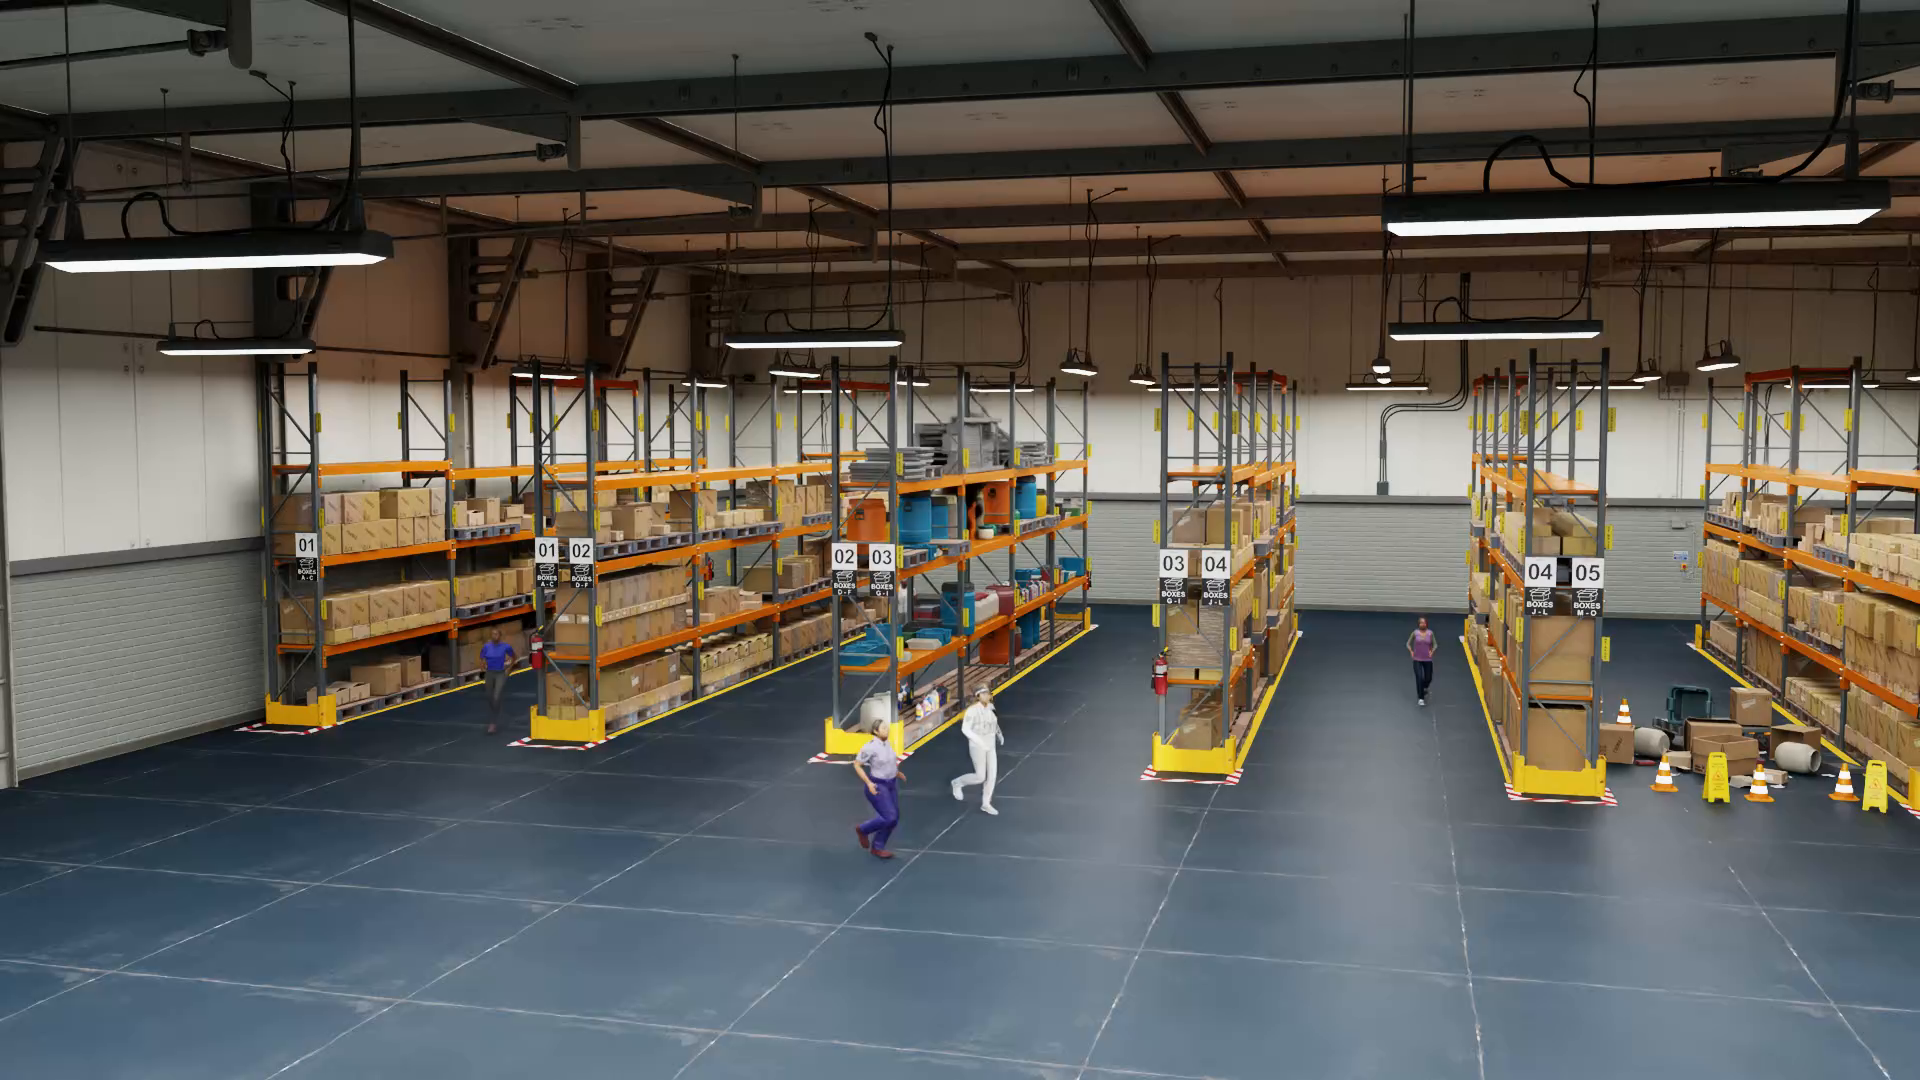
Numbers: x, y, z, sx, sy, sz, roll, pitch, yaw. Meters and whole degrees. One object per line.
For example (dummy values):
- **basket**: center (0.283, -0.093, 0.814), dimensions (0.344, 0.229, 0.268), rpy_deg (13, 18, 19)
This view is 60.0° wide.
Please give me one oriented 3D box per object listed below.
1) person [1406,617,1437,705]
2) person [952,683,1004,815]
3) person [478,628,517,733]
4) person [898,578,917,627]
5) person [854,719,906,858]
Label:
- **person**: center (8.226, 2.141, 29.642), dimensions (0.538, 1.549, 0.596), rpy_deg (1, 4, 11)
- **person**: center (0.258, 2.671, 21.510), dimensions (0.622, 1.682, 0.695), rpy_deg (-4, 5, -43)
- **person**: center (-7.589, 2.267, 27.259), dimensions (0.591, 1.672, 0.844), rpy_deg (0, 4, 3)
- **person**: center (-1.219, 1.605, 36.377), dimensions (0.543, 1.724, 0.869), rpy_deg (0, 4, 4)
- **person**: center (-0.898, 2.861, 19.156), dimensions (0.547, 1.603, 0.607), rpy_deg (2, 5, 30)
